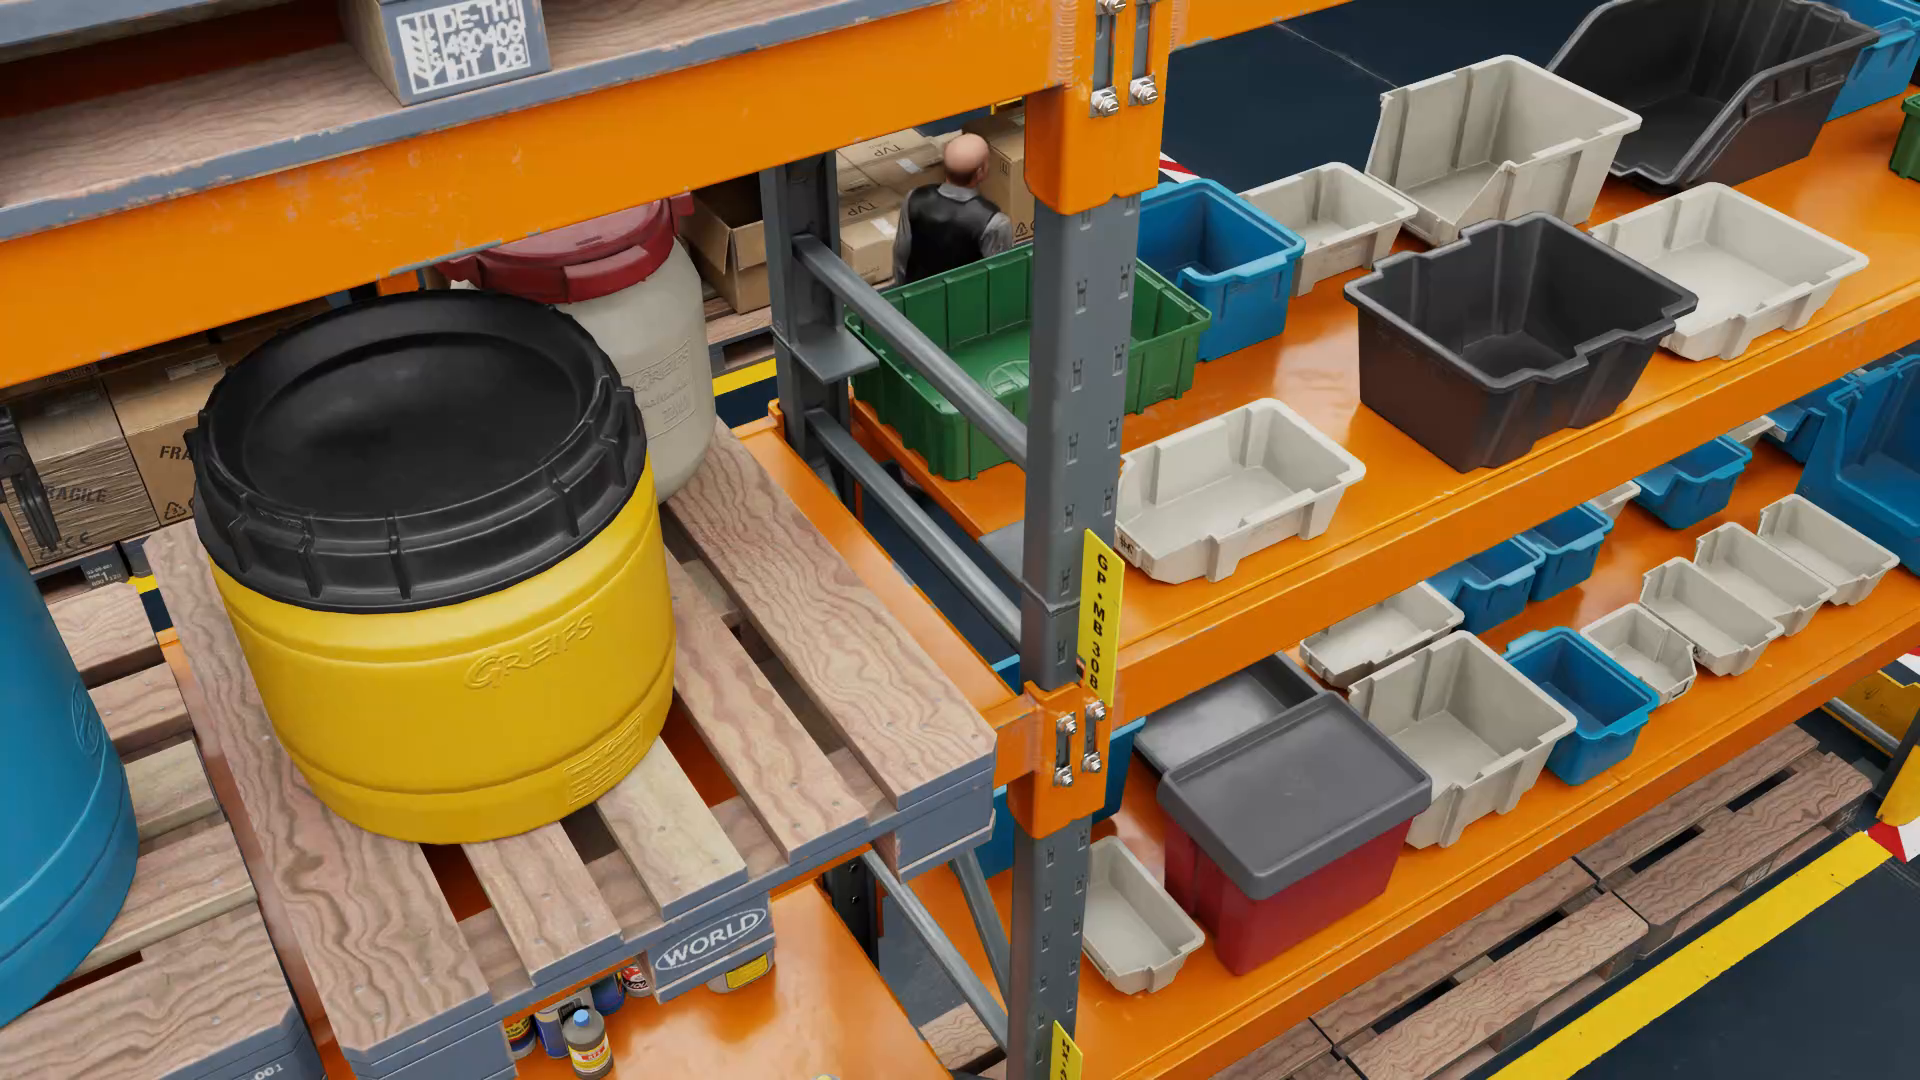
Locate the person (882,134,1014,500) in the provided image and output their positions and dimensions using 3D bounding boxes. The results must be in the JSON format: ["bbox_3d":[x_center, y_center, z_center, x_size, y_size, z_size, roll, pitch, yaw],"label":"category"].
[{"bbox_3d":[-0.046,-0.953,7.297,0.584,1.710,0.590,13,42,15],"label":"person"}]
